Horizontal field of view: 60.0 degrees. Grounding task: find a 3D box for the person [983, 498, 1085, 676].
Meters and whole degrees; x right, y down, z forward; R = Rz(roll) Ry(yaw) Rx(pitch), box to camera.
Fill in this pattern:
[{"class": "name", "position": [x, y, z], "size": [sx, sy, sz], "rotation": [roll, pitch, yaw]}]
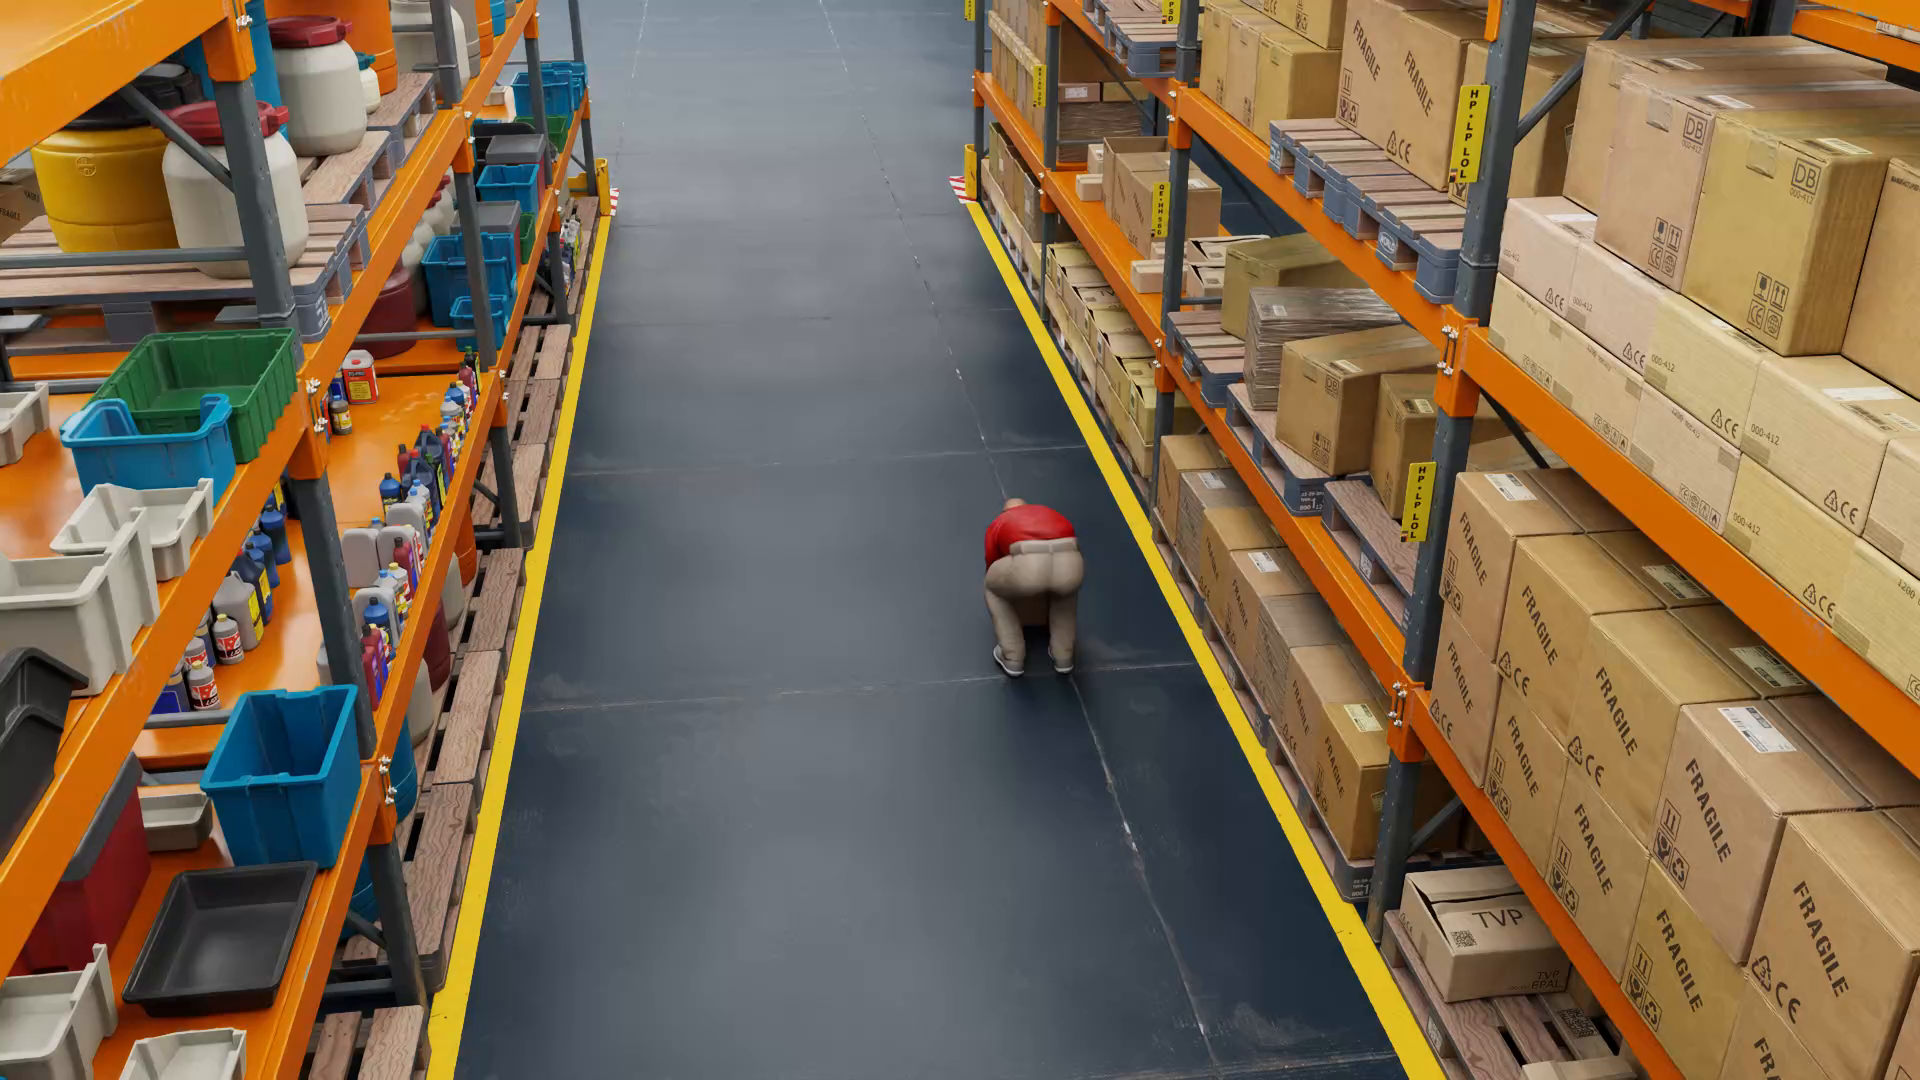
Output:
[{"class": "person", "position": [0.388, 0.211, 9.162], "size": [0.544, 0.884, 0.957], "rotation": [-5, 27, -9]}]
